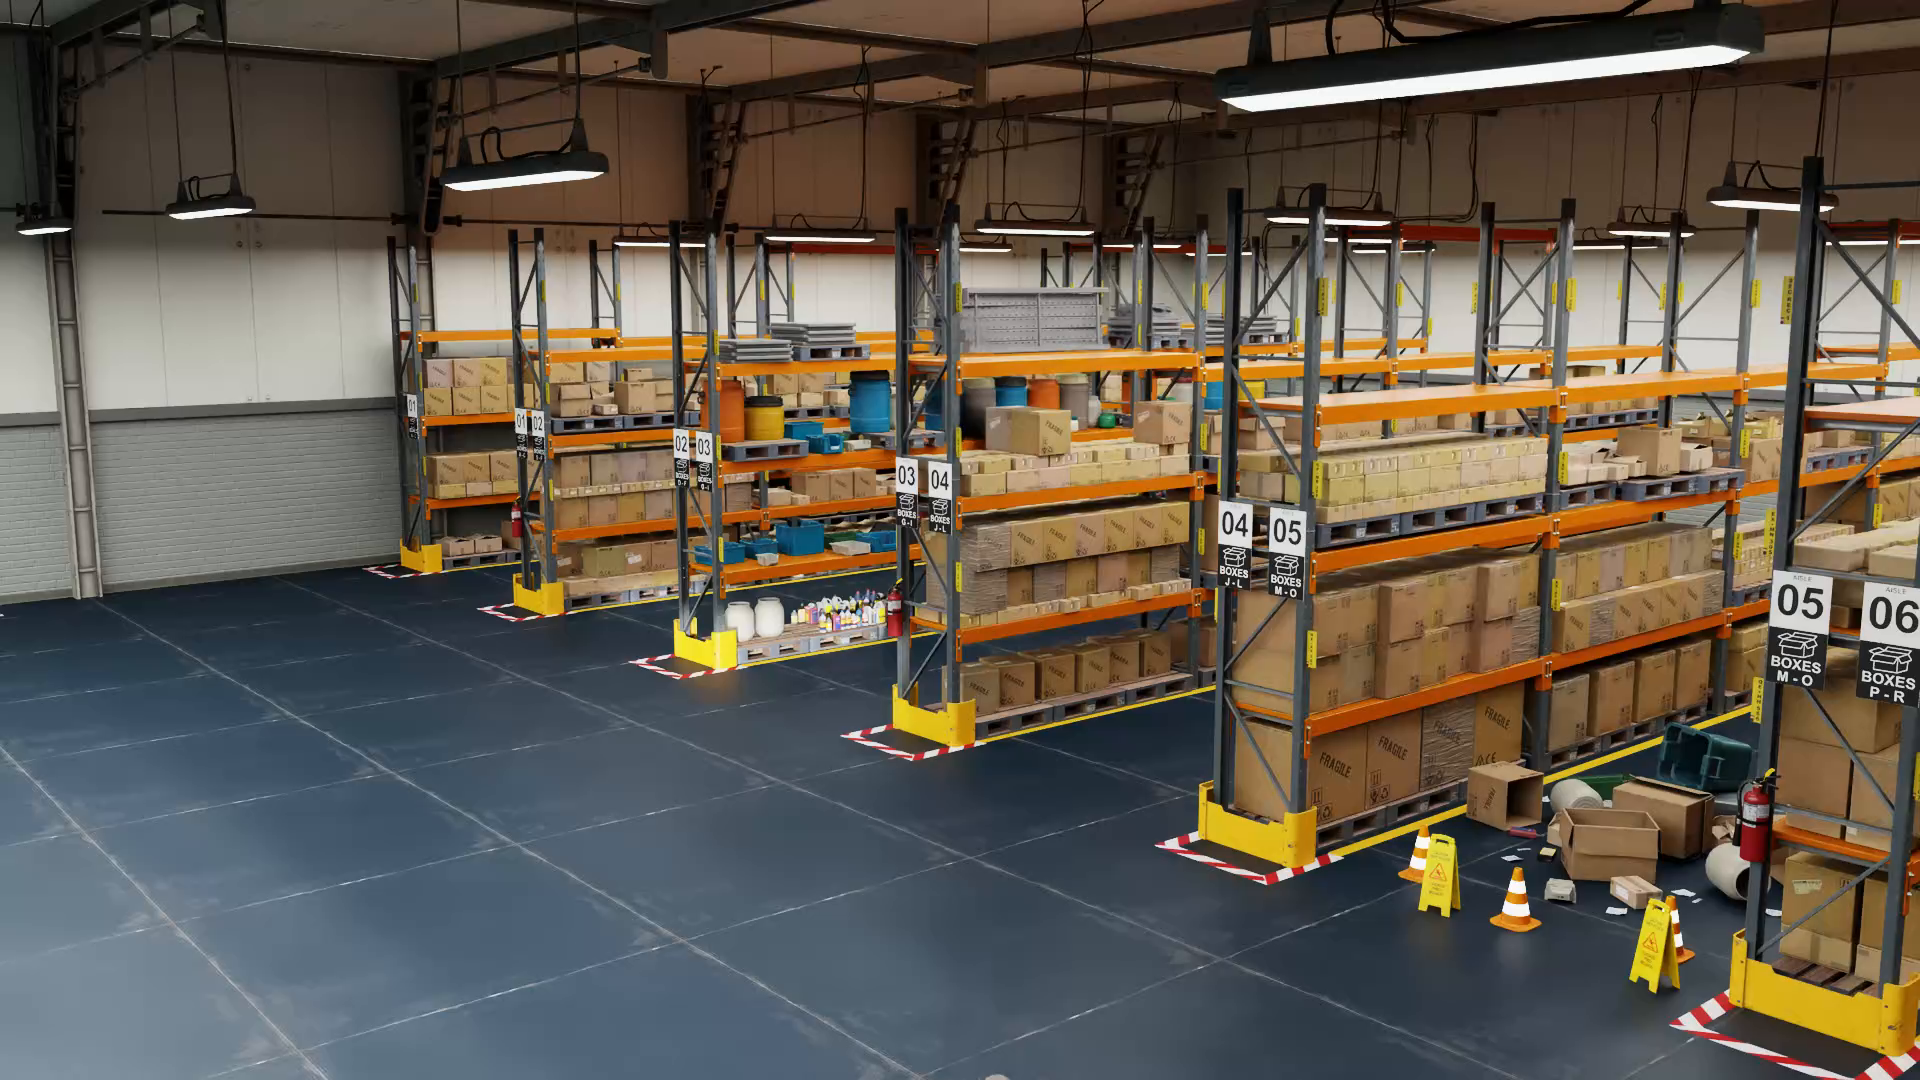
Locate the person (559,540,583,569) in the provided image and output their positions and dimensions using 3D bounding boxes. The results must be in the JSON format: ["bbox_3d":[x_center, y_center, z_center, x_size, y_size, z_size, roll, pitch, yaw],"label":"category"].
[{"bbox_3d":[-6.690,-0.081,28.384,0.657,1.835,0.763,8,12,43],"label":"person"}]
